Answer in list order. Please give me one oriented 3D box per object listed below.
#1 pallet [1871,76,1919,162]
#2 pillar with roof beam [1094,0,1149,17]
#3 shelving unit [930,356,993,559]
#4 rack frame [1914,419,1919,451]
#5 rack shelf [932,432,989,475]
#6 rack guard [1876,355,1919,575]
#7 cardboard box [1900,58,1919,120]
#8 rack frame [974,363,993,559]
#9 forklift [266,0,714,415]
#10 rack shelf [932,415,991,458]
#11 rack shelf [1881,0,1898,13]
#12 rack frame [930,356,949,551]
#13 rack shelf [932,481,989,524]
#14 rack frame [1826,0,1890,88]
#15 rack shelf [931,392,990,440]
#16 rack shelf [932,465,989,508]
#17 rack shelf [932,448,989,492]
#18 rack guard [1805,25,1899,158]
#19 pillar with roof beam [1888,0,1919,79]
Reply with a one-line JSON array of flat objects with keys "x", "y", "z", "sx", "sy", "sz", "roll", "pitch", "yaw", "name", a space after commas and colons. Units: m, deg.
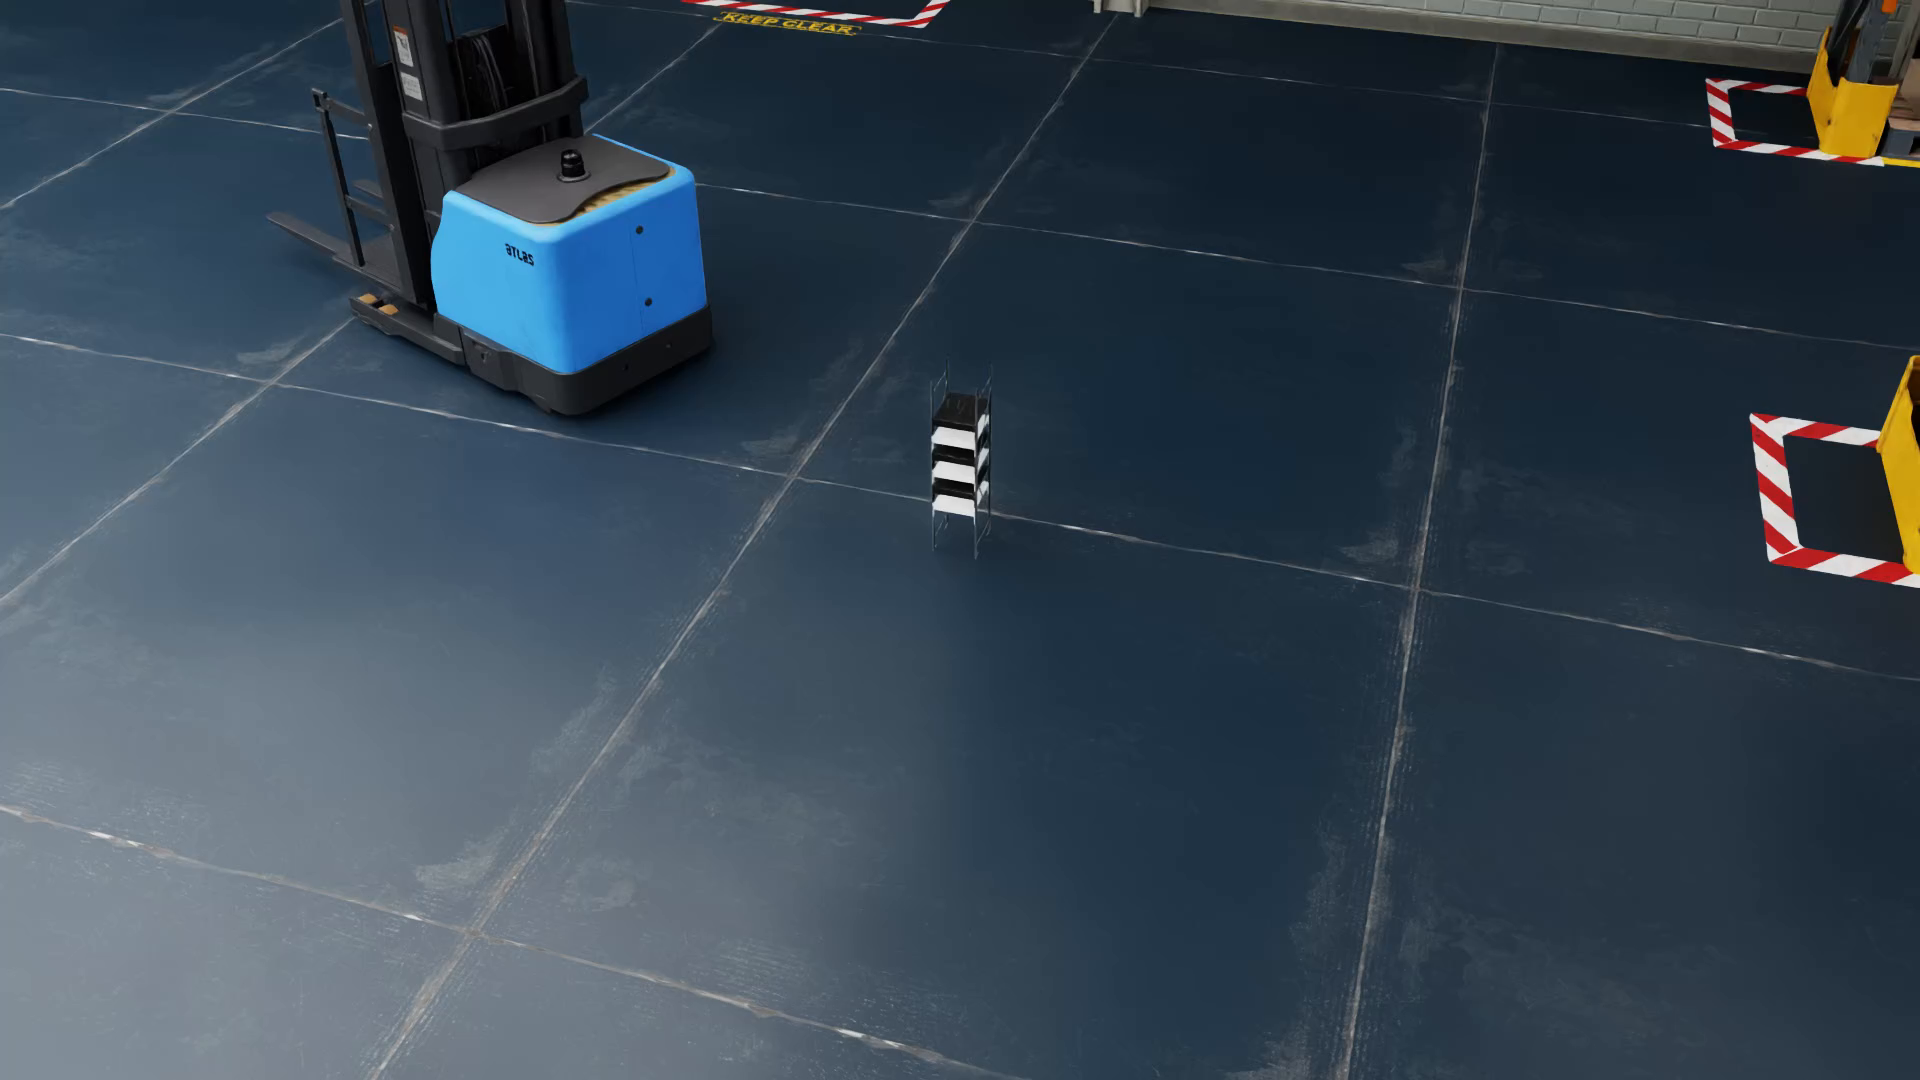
[{"x": 6.967, "y": -2.857, "z": 11.453, "sx": 1.213, "sy": 0.211, "sz": 1.003, "roll": 10, "pitch": 38, "yaw": 14, "name": "pallet"}, {"x": 0.045, "y": -5.563, "z": 7.717, "sx": 0.400, "sy": 9.000, "sz": 9.100, "roll": 10, "pitch": 38, "yaw": 14, "name": "pillar with roof beam"}, {"x": 0.008, "y": -0.361, "z": 7.481, "sx": 0.210, "sy": 0.900, "sz": 0.258, "roll": 10, "pitch": 38, "yaw": 14, "name": "shelving unit"}, {"x": 4.656, "y": -1.353, "z": 7.058, "sx": 0.127, "sy": 3.000, "sz": 1.000, "roll": 10, "pitch": 38, "yaw": 14, "name": "rack frame"}, {"x": 0.008, "y": -0.407, "z": 7.448, "sx": 0.200, "sy": 0.077, "sz": 0.258, "roll": 10, "pitch": 38, "yaw": 14, "name": "rack shelf"}, {"x": 4.633, "y": -0.351, "z": 7.805, "sx": 0.348, "sy": 0.500, "sz": 1.175, "roll": 10, "pitch": 38, "yaw": 14, "name": "rack guard"}, {"x": 6.763, "y": -3.078, "z": 11.298, "sx": 0.500, "sy": 0.311, "sz": 0.500, "roll": 6, "pitch": 37, "yaw": 9, "name": "cardboard box"}, {"x": 0.105, "y": -0.343, "z": 7.457, "sx": 0.006, "sy": 0.900, "sz": 0.240, "roll": 10, "pitch": 38, "yaw": 14, "name": "rack frame"}, {"x": -2.808, "y": -2.545, "z": 8.735, "sx": 3.031, "sy": 2.935, "sz": 1.130, "roll": 26, "pitch": 44, "yaw": 31, "name": "forklift"}, {"x": 0.008, "y": -0.479, "z": 7.394, "sx": 0.200, "sy": 0.077, "sz": 0.258, "roll": 10, "pitch": 38, "yaw": 14, "name": "rack shelf"}, {"x": 8.039, "y": -3.513, "z": 10.600, "sx": 4.000, "sy": 0.370, "sz": 1.077, "roll": 10, "pitch": 38, "yaw": 14, "name": "rack shelf"}, {"x": -0.089, "y": -0.379, "z": 7.506, "sx": 0.006, "sy": 0.900, "sz": 0.240, "roll": 10, "pitch": 38, "yaw": 14, "name": "rack frame"}, {"x": 0.008, "y": -0.189, "z": 7.608, "sx": 0.200, "sy": 0.077, "sz": 0.258, "roll": 10, "pitch": 38, "yaw": 14, "name": "rack shelf"}, {"x": 6.130, "y": -4.157, "z": 10.867, "sx": 0.127, "sy": 3.000, "sz": 1.000, "roll": 10, "pitch": 38, "yaw": 14, "name": "rack frame"}, {"x": 0.008, "y": -0.552, "z": 7.341, "sx": 0.200, "sy": 0.077, "sz": 0.258, "roll": 10, "pitch": 38, "yaw": 14, "name": "rack shelf"}, {"x": 0.008, "y": -0.262, "z": 7.554, "sx": 0.200, "sy": 0.077, "sz": 0.258, "roll": 10, "pitch": 38, "yaw": 14, "name": "rack shelf"}, {"x": 0.008, "y": -0.334, "z": 7.501, "sx": 0.200, "sy": 0.077, "sz": 0.258, "roll": 10, "pitch": 38, "yaw": 14, "name": "rack shelf"}, {"x": 6.202, "y": -3.136, "z": 11.590, "sx": 0.348, "sy": 0.500, "sz": 1.175, "roll": 10, "pitch": 38, "yaw": 14, "name": "rack guard"}, {"x": 5.772, "y": -4.503, "z": 6.276, "sx": 0.400, "sy": 9.000, "sz": 9.100, "roll": 10, "pitch": 38, "yaw": 14, "name": "pillar with roof beam"}]
